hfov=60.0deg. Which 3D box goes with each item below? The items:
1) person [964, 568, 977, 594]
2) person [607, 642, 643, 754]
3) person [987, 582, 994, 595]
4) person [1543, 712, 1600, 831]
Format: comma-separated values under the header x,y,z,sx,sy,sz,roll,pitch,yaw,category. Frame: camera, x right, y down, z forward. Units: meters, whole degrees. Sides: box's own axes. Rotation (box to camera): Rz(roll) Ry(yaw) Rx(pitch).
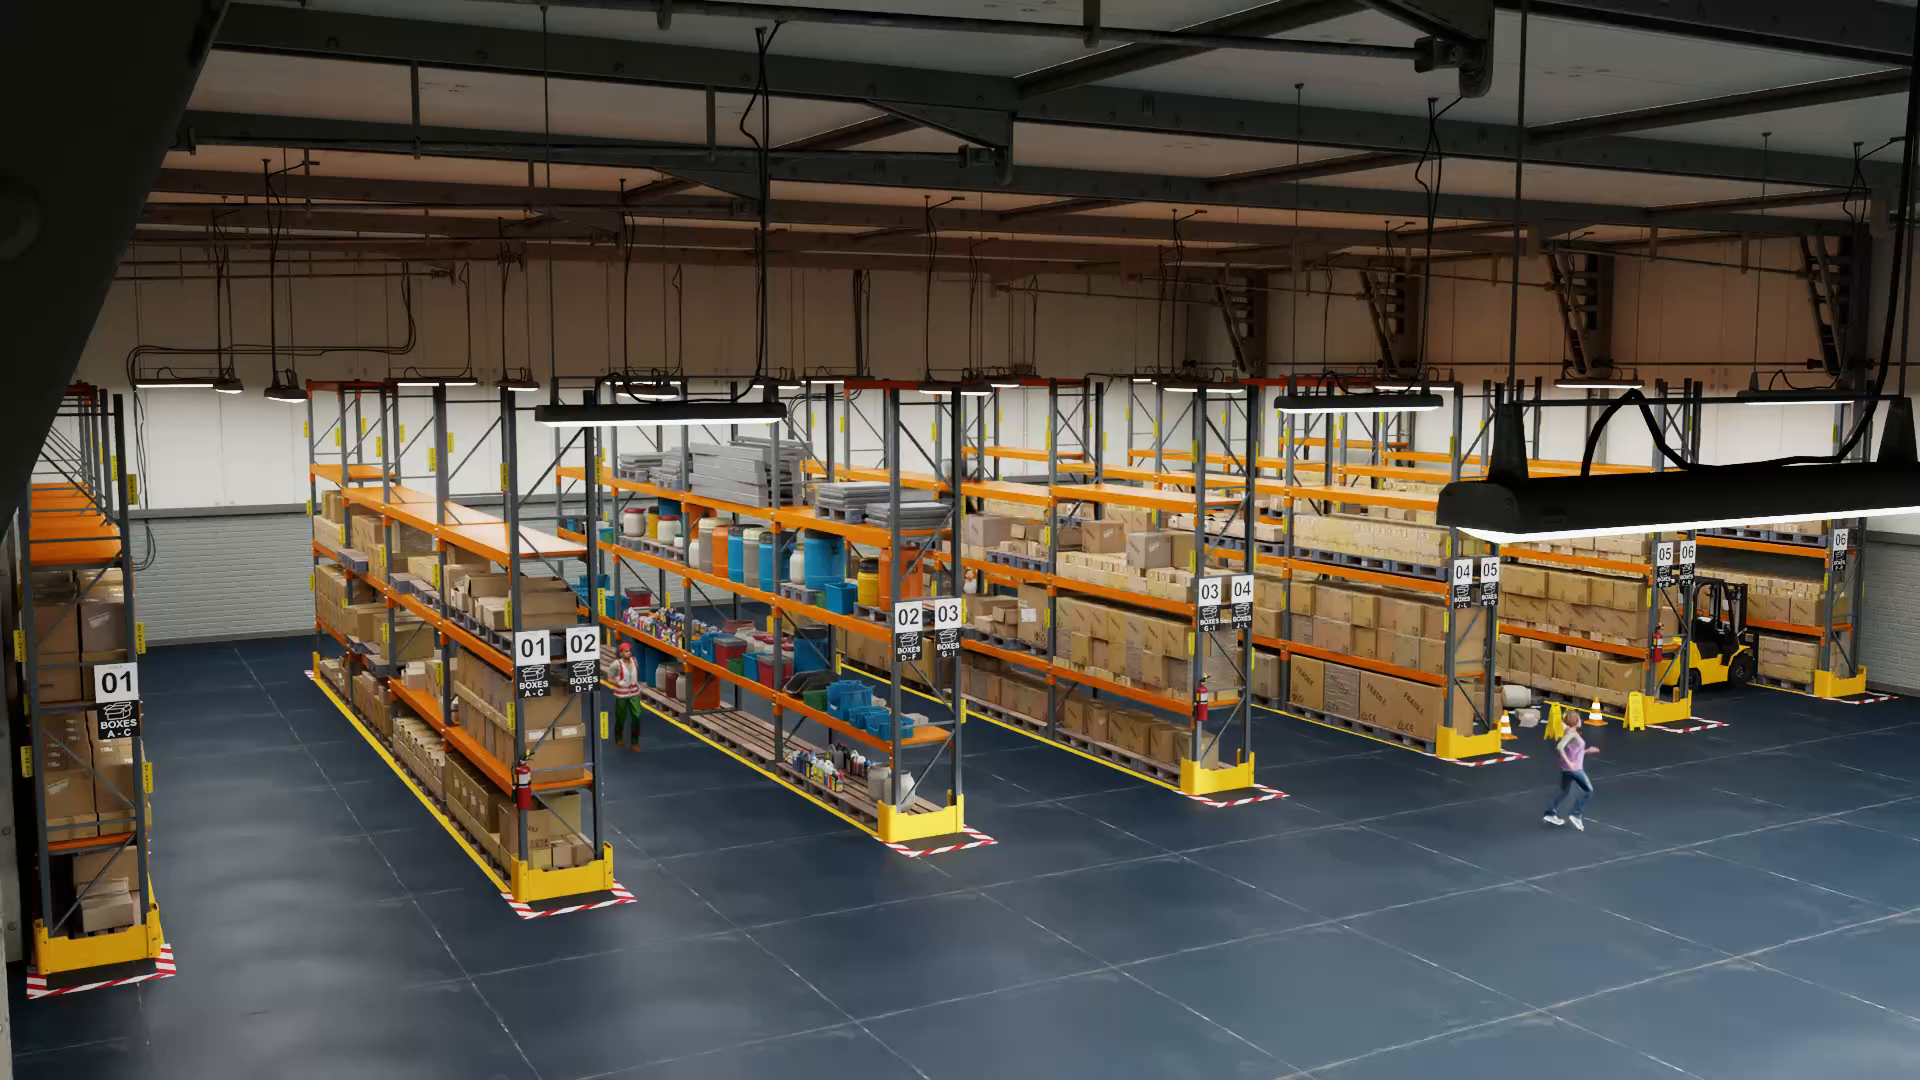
x,y,z,sx,sy,sz,roll,pitch,yaw,category
0.209,1.487,37.853,0.553,1.725,0.764,-3,7,-28,person
-5.455,2.575,27.091,0.633,1.839,0.777,-4,7,-33,person
0.659,0.977,42.371,0.983,1.738,0.669,-3,7,-26,person
8.316,3.137,22.592,0.691,1.625,0.505,1,6,7,person
